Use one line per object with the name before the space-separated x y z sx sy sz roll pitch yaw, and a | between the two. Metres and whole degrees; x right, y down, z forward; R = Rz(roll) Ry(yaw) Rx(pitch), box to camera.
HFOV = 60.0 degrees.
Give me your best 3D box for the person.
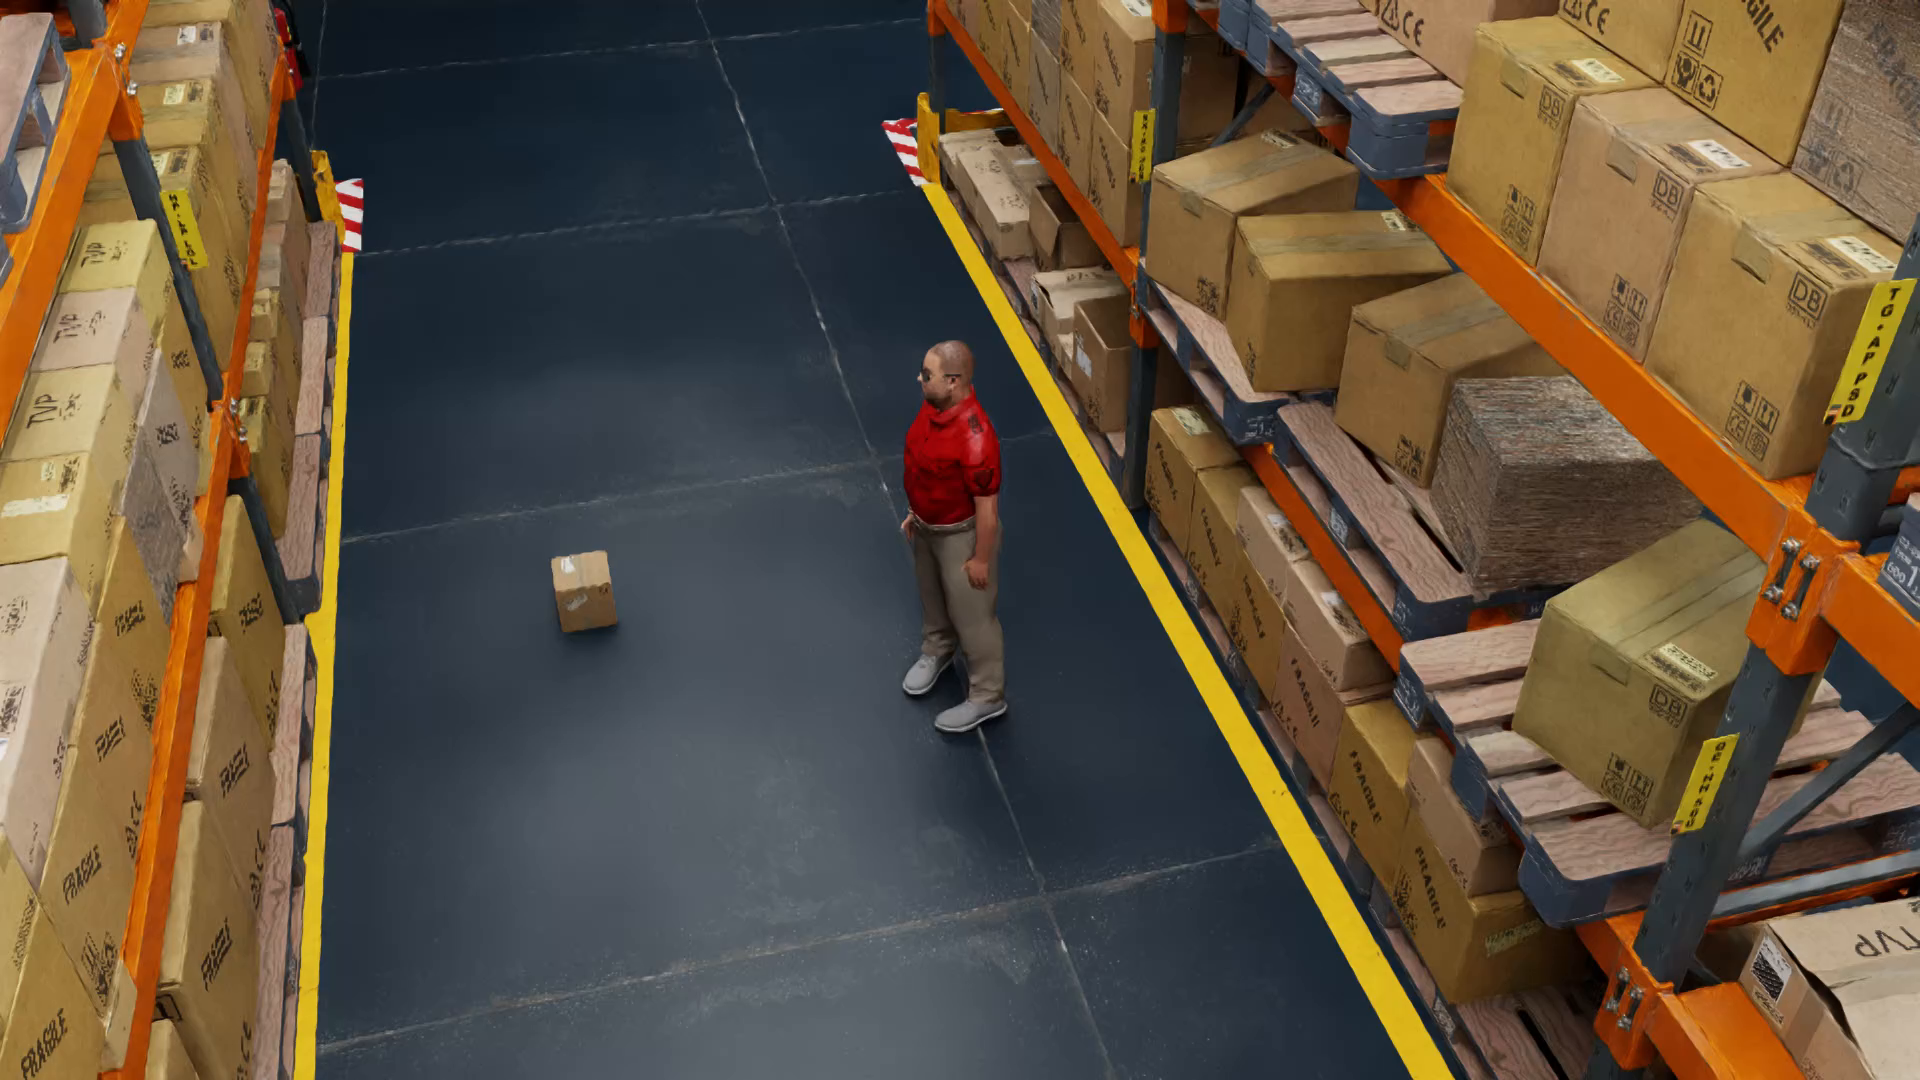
person | -0.039 -0.030 6.749 0.402 1.726 0.559 -14 40 -17
